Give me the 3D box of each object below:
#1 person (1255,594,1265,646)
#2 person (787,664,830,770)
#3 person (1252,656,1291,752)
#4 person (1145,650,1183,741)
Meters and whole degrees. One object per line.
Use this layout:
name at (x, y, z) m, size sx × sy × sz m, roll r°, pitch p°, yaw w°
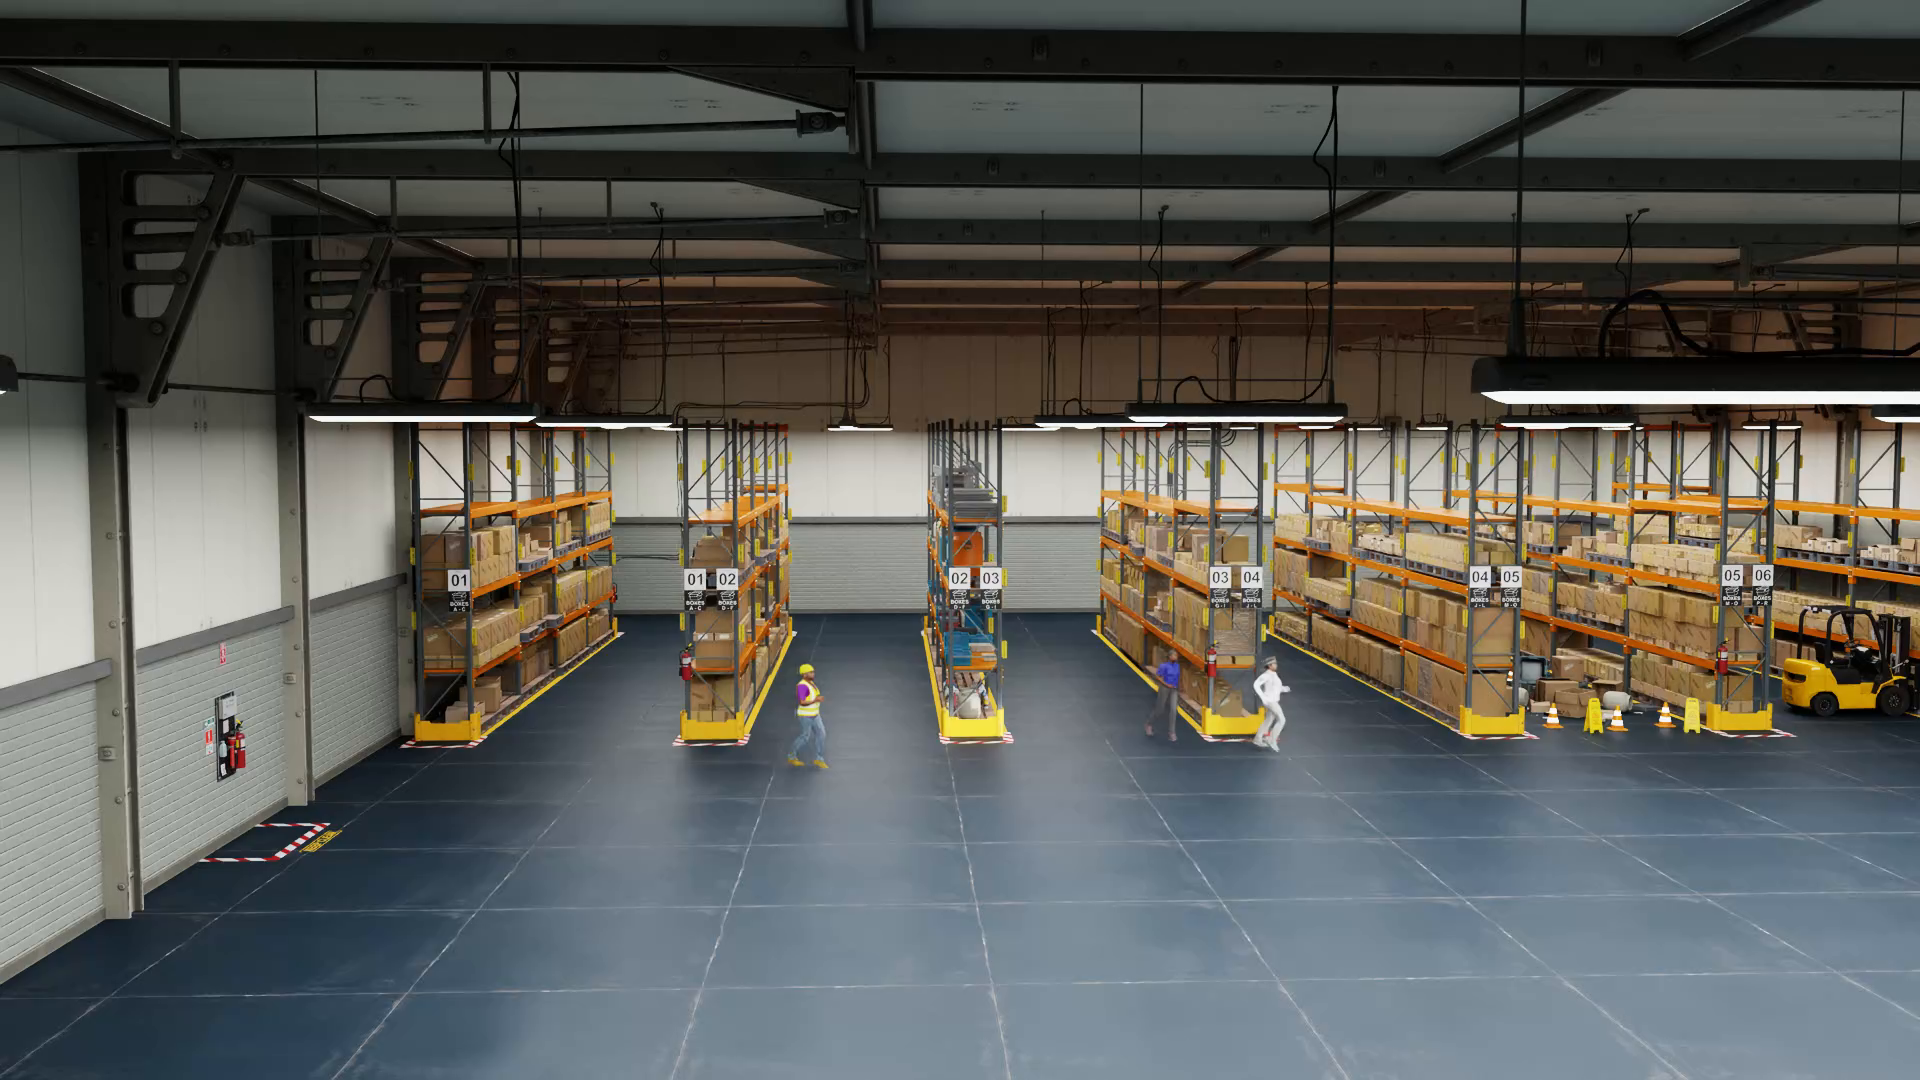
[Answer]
person at (7.928, 1.951, 45.161) m, size 0.710 × 1.771 × 0.973 m, roll 0°, pitch 4°, yaw -2°
person at (-2.587, 3.020, 28.309) m, size 0.738 × 1.823 × 0.677 m, roll 1°, pitch 4°, yaw 19°
person at (5.637, 2.958, 30.043) m, size 0.690 × 1.733 × 0.581 m, roll 2°, pitch 4°, yaw 24°
person at (3.951, 2.889, 31.296) m, size 0.655 × 1.652 × 0.837 m, roll -2°, pitch 4°, yaw -28°
